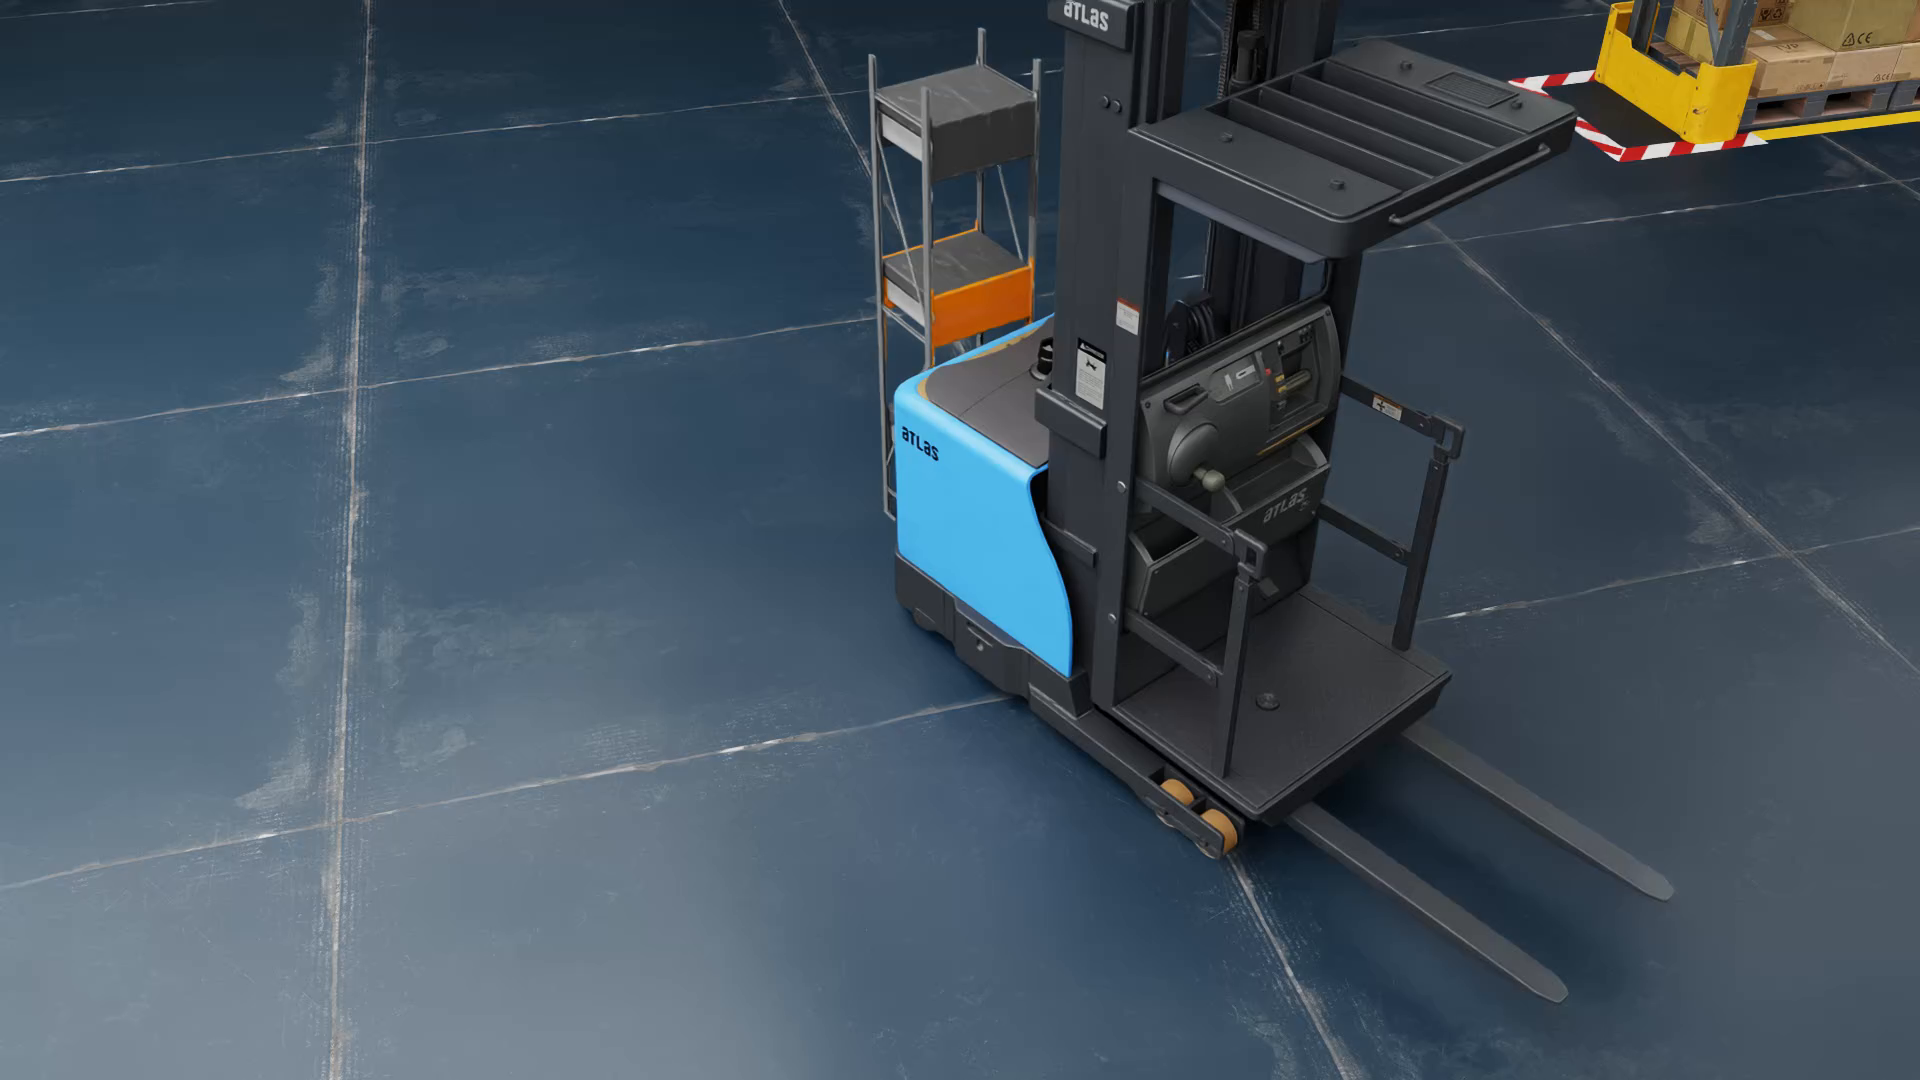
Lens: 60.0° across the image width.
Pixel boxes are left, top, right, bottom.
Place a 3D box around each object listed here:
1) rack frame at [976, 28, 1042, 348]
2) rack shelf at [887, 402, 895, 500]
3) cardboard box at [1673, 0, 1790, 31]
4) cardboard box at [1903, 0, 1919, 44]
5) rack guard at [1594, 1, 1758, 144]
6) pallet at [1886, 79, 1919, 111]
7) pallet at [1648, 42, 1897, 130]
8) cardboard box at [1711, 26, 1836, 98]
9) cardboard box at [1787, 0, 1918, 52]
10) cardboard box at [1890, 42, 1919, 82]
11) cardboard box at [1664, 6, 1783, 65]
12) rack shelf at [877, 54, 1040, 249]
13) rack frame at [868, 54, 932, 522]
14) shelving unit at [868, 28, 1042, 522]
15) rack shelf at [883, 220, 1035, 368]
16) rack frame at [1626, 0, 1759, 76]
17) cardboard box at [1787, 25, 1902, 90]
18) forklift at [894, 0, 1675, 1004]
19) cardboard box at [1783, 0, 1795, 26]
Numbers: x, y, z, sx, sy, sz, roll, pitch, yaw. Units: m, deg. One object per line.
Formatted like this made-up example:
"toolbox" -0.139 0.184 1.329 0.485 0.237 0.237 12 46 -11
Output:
"rack frame" 0.185 -1.021 6.856 0.015 2.100 0.400 -22 42 -26
"rack shelf" -0.019 -0.373 7.183 0.480 0.518 0.431 -22 42 -26
"cardboard box" 5.107 -3.693 10.910 0.500 0.500 0.500 -9 38 -12
"cardboard box" 6.204 -3.555 10.729 0.500 0.500 0.500 -9 38 -12
"rack guard" 4.643 -3.065 10.845 0.348 0.500 1.175 -9 38 -12
"pallet" 6.569 -3.291 11.378 1.213 0.211 1.003 -9 38 -12
"pallet" 5.394 -3.099 11.128 1.213 0.211 1.003 -9 38 -12
"cardboard box" 5.242 -3.090 10.739 0.500 0.250 0.500 -9 38 -12
"cardboard box" 5.724 -3.469 10.616 0.500 0.500 0.500 -9 38 -12
"cardboard box" 6.207 -3.251 10.948 0.500 0.250 0.500 -9 38 -12
"cardboard box" 5.107 -3.394 11.136 0.500 0.250 0.500 -9 38 -12
"rack shelf" -0.020 -1.485 6.333 0.480 0.518 0.431 -22 42 -26
"rack frame" -0.223 -0.858 6.644 0.015 2.100 0.400 -22 42 -26
"shelving unit" -0.019 -0.940 6.750 0.503 2.100 0.431 -22 42 -26
"rack shelf" -0.019 -0.929 6.758 0.480 0.518 0.431 -22 42 -26
"rack frame" 4.666 -4.061 10.090 0.127 3.000 1.000 -9 38 -12
"cardboard box" 5.724 -3.172 10.845 0.500 0.250 0.500 -9 38 -12
"forklift" 1.078 -0.408 5.370 1.130 2.935 3.031 -28 45 -31
"cardboard box" 5.587 -3.480 11.248 0.500 0.250 0.500 -9 38 -12
